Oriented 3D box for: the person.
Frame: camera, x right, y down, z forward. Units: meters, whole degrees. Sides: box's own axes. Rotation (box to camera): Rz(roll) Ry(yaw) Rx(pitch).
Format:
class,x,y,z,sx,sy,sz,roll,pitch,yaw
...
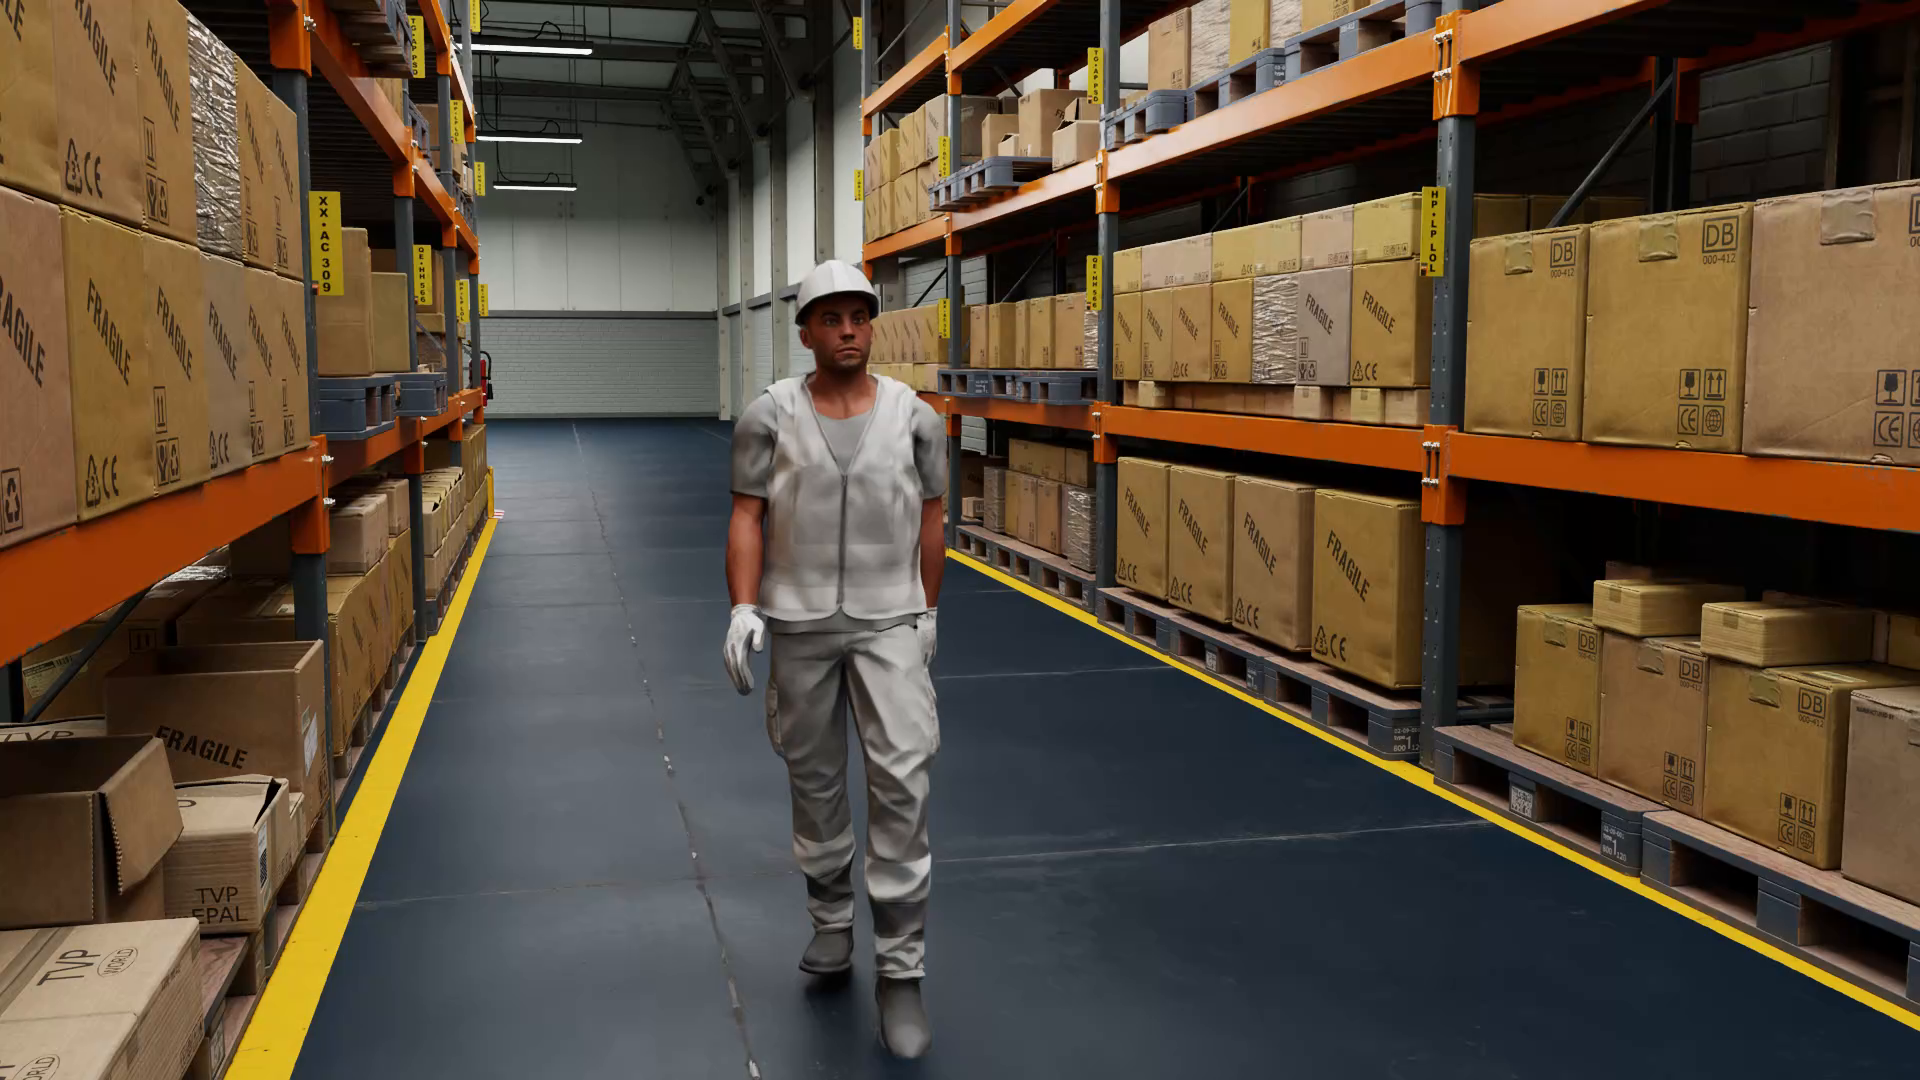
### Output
class,x,y,z,sx,sy,sz,roll,pitch,yaw
person,-0.288,0.252,3.966,0.539,1.833,0.686,0,6,-4
